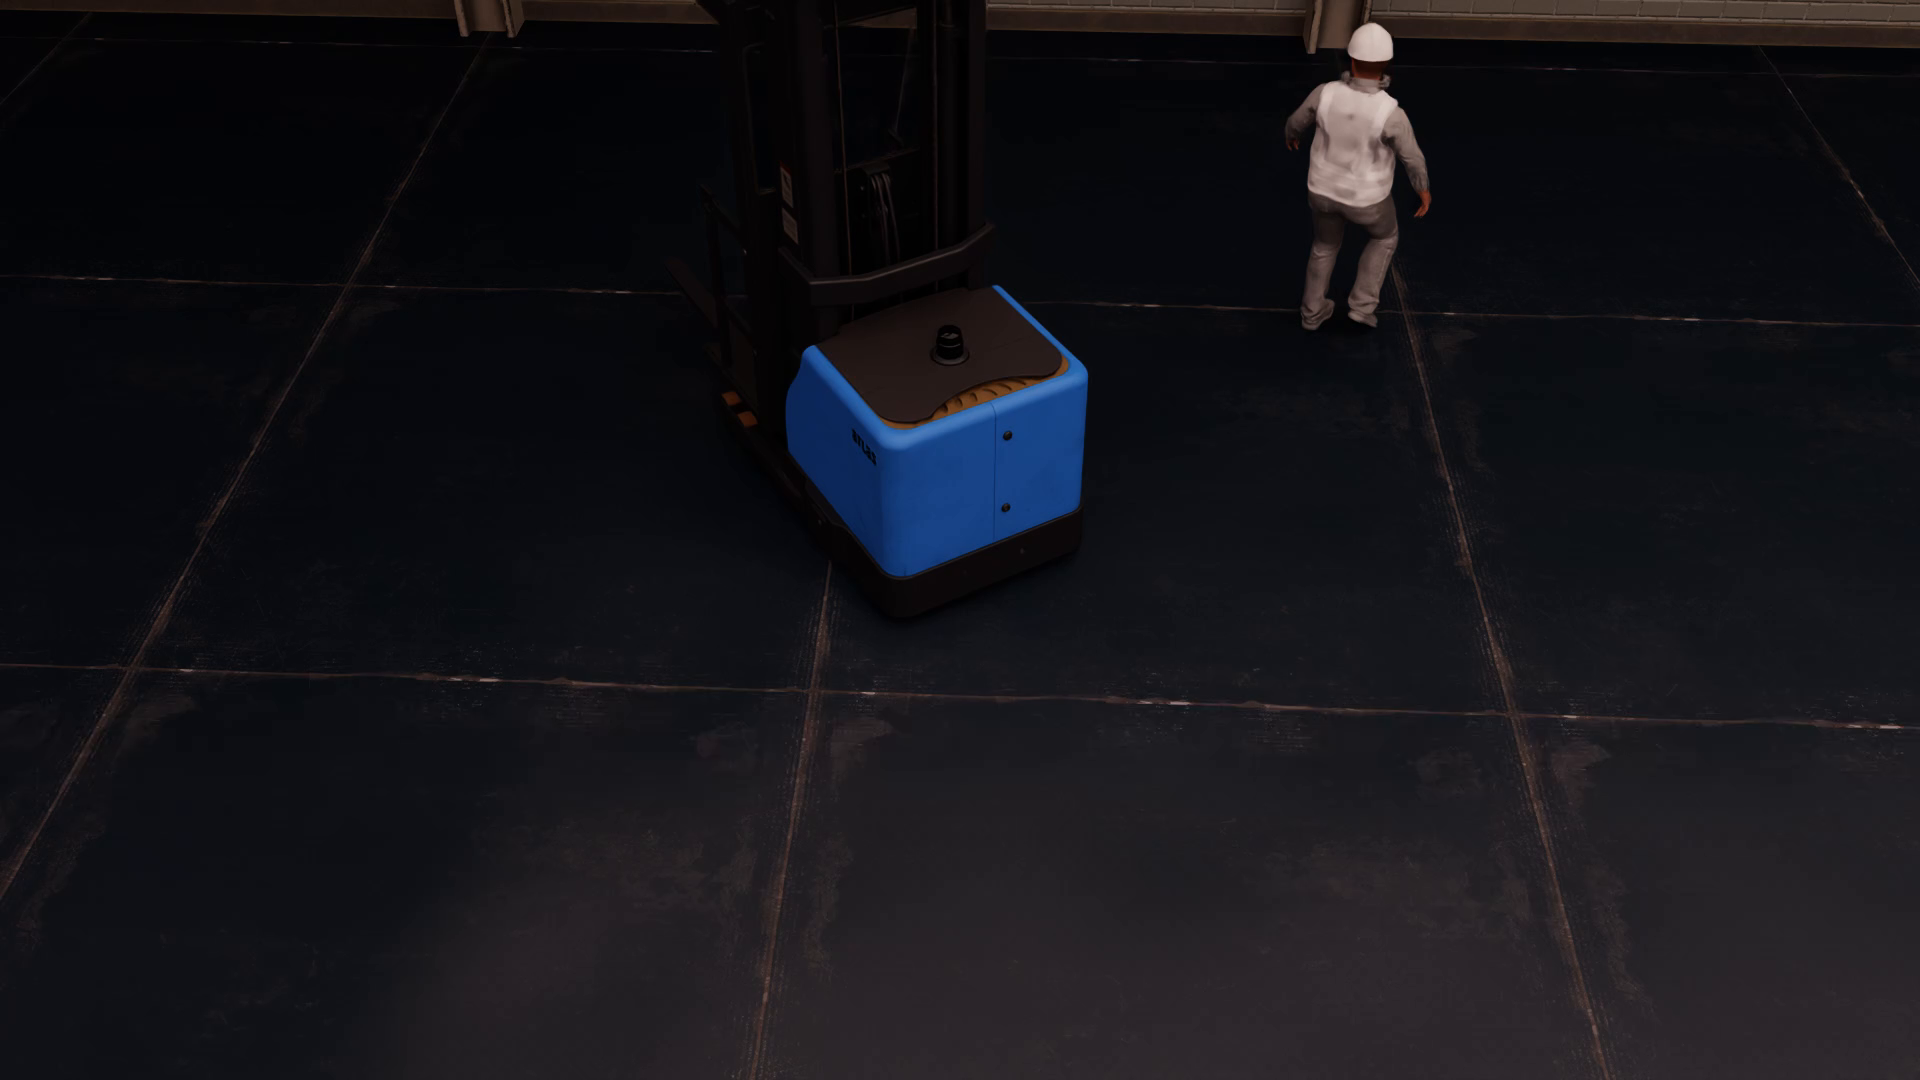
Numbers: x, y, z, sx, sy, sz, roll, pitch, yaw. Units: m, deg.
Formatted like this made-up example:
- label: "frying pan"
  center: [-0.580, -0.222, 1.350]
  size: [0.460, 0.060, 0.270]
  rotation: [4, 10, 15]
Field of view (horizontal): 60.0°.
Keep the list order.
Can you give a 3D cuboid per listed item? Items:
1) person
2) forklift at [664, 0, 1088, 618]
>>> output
- label: "person"
  center: [2.032, -1.869, 8.694]
  size: [0.843, 1.780, 0.500]
  rotation: [27, 49, 26]
- label: "forklift"
  center: [-0.605, -1.714, 7.620]
  size: [1.130, 2.935, 3.031]
  rotation: [-21, 47, -22]
